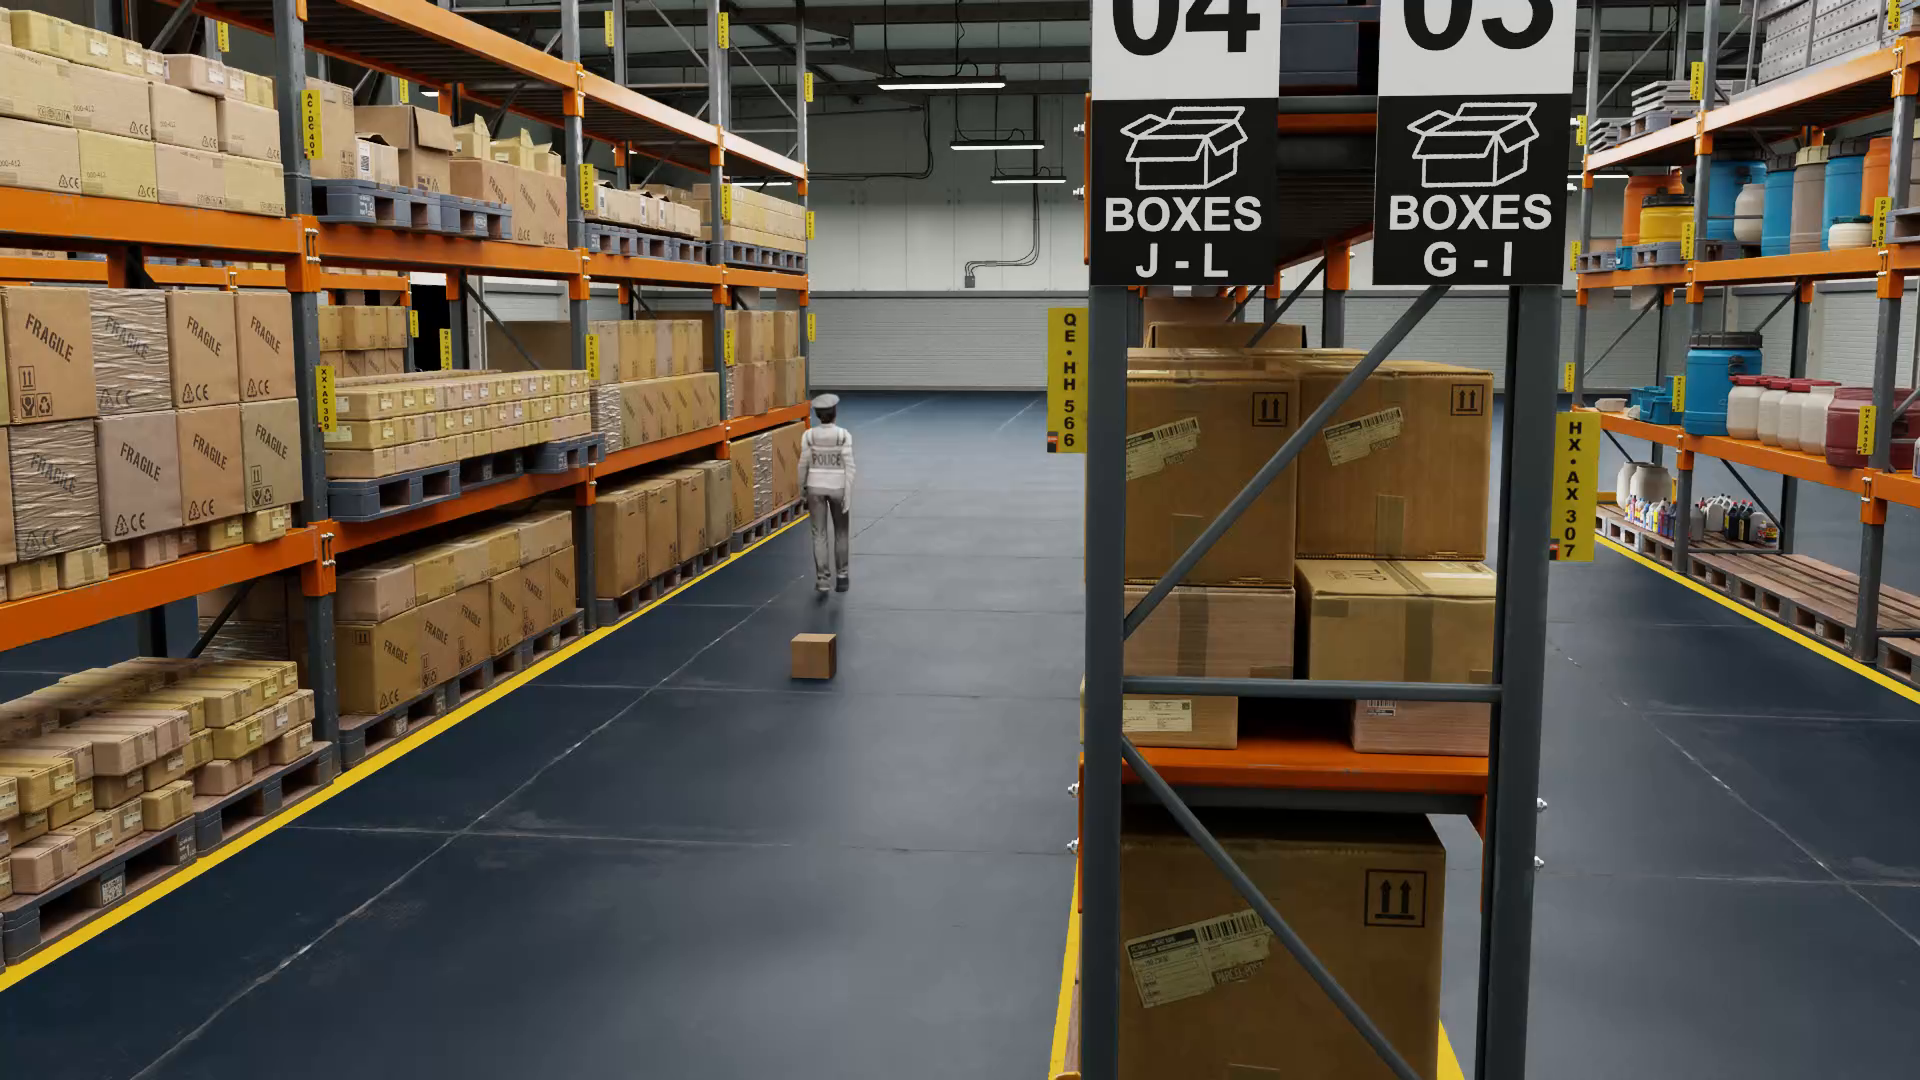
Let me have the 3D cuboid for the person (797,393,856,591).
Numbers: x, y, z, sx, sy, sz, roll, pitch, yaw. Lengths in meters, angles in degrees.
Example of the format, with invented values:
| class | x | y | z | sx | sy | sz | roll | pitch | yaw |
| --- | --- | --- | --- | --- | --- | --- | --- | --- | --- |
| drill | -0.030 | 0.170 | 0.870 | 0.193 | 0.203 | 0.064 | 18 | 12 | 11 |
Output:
| class | x | y | z | sx | sy | sz | roll | pitch | yaw |
| --- | --- | --- | --- | --- | --- | --- | --- | --- | --- |
| person | -1.142 | -0.416 | 14.231 | 0.493 | 1.675 | 0.849 | -1 | 8 | -5 |
